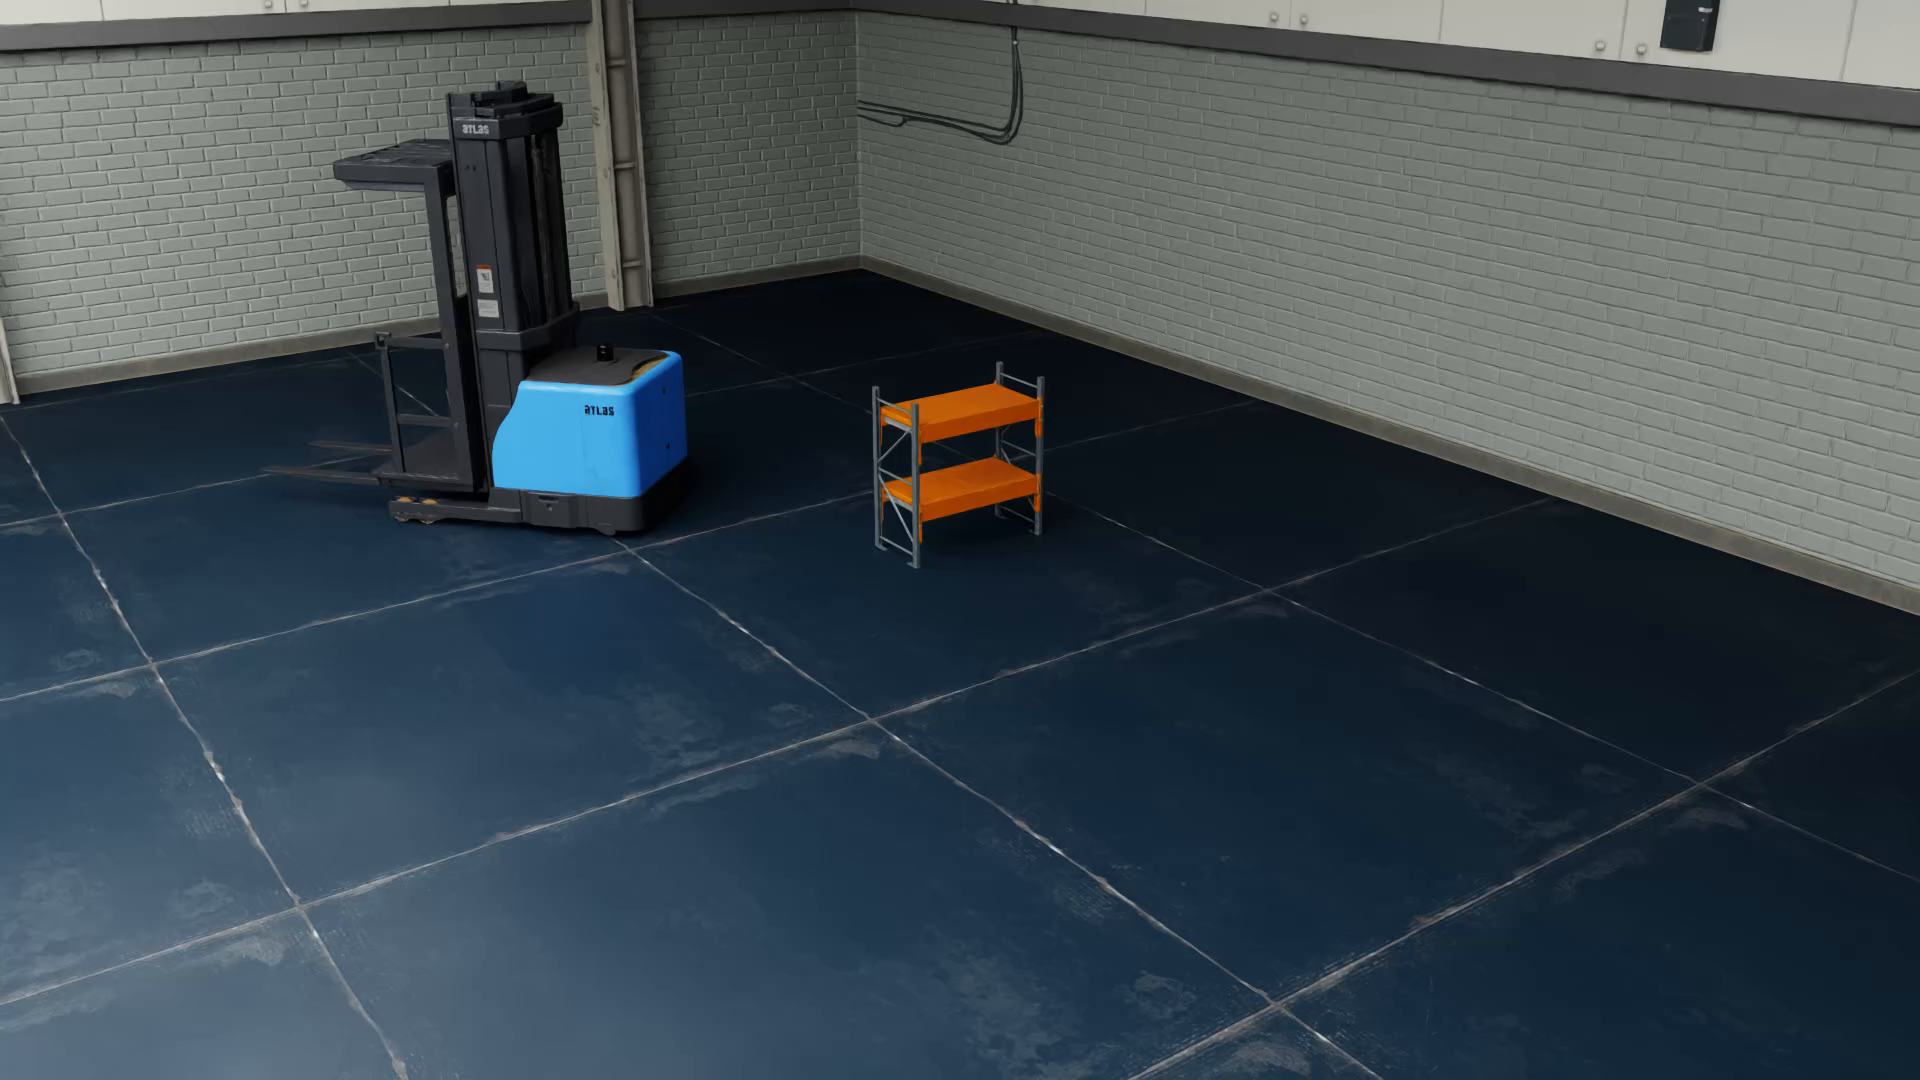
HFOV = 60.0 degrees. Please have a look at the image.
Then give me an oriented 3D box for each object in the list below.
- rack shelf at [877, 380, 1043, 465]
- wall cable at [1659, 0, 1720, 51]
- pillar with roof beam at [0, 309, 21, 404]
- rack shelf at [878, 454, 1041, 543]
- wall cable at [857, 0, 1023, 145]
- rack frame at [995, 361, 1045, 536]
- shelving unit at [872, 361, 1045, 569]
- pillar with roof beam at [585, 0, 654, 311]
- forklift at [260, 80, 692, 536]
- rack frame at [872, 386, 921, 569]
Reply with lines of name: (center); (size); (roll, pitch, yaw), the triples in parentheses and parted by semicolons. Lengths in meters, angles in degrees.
rack shelf: (-0.005, -0.793, 11.076); (1.000, 0.278, 0.538); (-15, 26, -33)
wall cable: (5.209, -5.621, 8.752); (0.169, 6.003, 2.305); (-15, 26, -33)
pillar with roof beam: (-5.843, -4.067, 9.447); (0.400, 9.000, 9.100); (-15, 26, -33)
rack shelf: (-0.005, -0.294, 11.275); (1.000, 0.278, 0.538); (-15, 26, -33)
wall cable: (-0.323, -5.459, 17.124); (0.112, 2.526, 3.097); (-15, 26, -33)
rack frame: (0.407, -0.631, 11.460); (0.032, 1.125, 0.500); (-15, 26, -33)
shelving unit: (-0.005, -0.521, 11.184); (1.048, 1.125, 0.538); (-15, 26, -33)
pillar with roof beam: (-0.972, -5.366, 12.702); (0.400, 9.000, 9.100); (-15, 26, -33)
forklift: (-3.539, -1.661, 11.604); (3.031, 2.935, 1.130); (5, 22, 12)
rack frame: (-0.418, -0.411, 10.908); (0.032, 1.125, 0.500); (-15, 26, -33)
